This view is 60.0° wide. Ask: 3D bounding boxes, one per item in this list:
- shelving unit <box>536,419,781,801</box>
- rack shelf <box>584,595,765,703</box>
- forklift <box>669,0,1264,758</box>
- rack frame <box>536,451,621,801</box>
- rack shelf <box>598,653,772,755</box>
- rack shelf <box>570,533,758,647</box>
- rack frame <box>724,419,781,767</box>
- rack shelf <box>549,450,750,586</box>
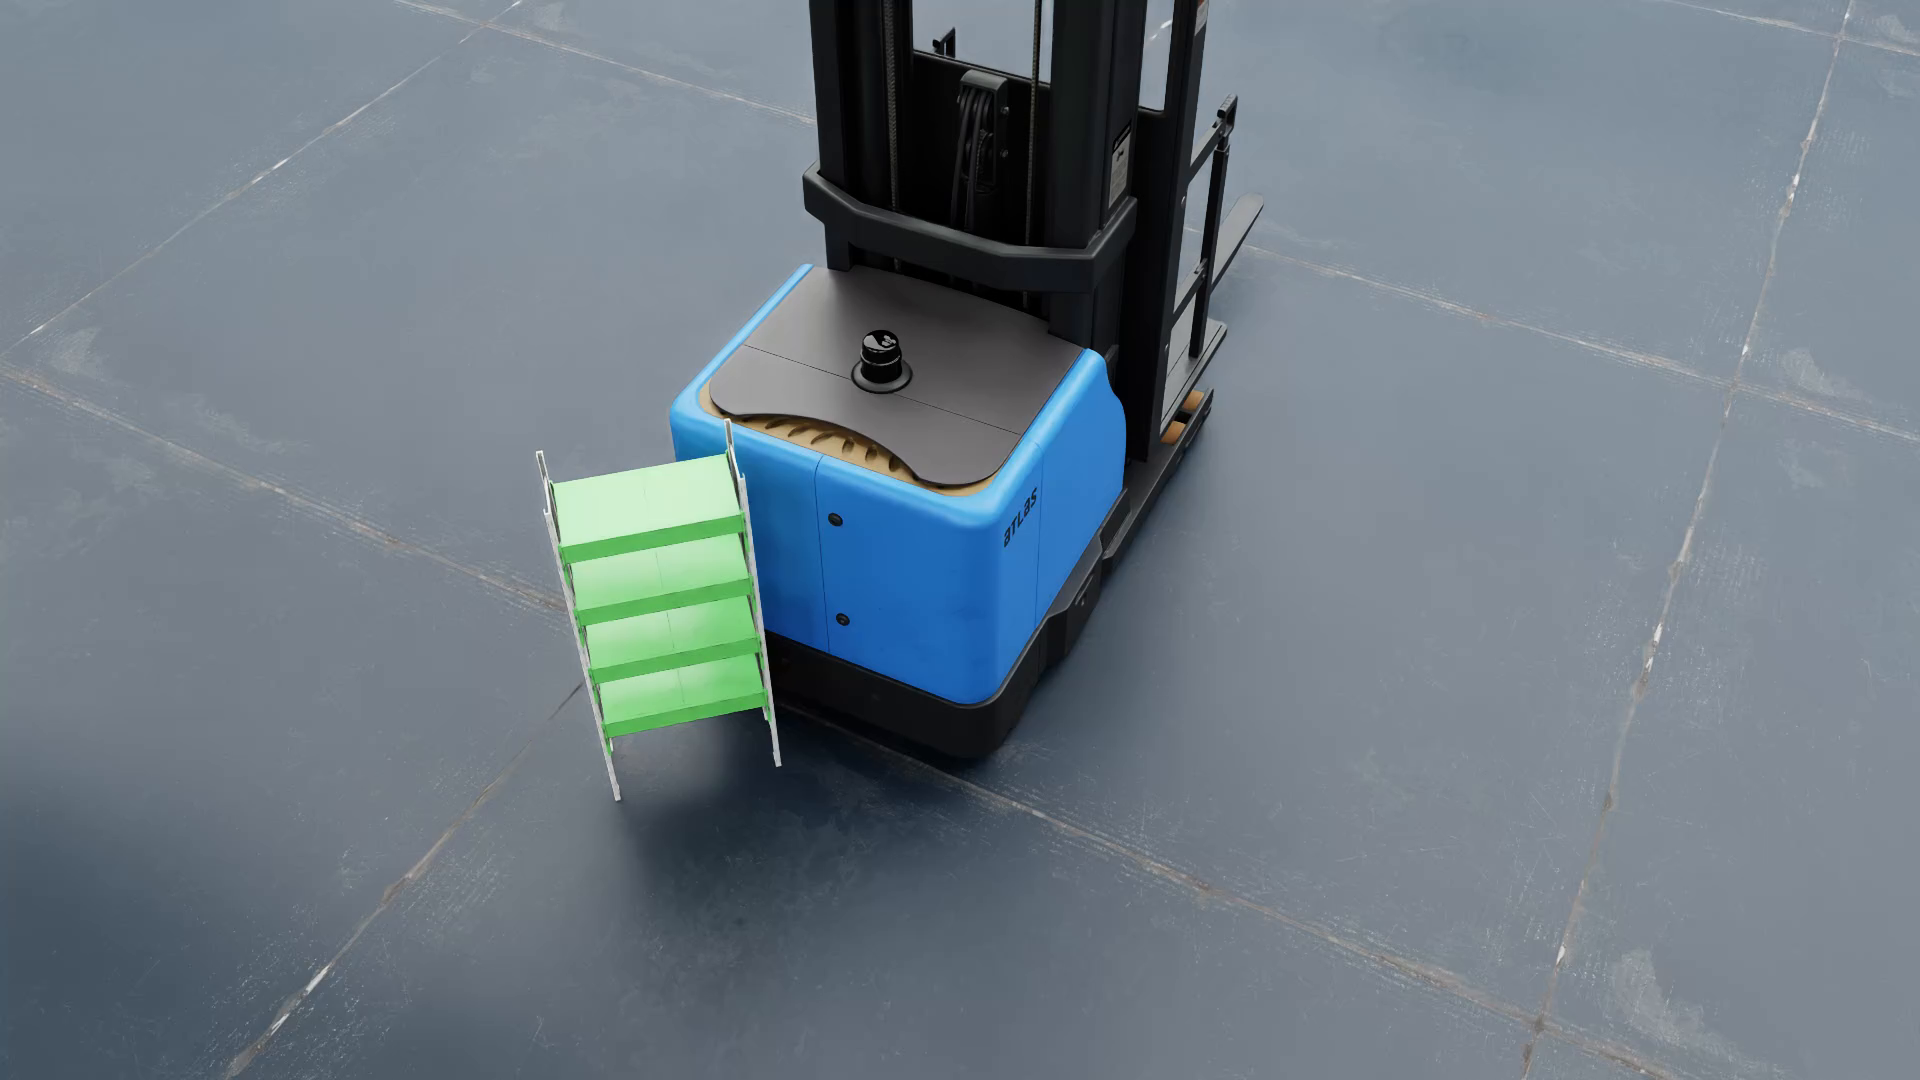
[{"bbox_3d":[-0.819,0.230,4.679,0.503,1.200,0.258,-11,46,-10],"label":"shelving unit"},{"bbox_3d":[-0.819,0.275,4.724,0.480,0.148,0.258,-11,46,-10],"label":"rack shelf"},{"bbox_3d":[0.276,-1.427,5.100,1.130,2.935,3.031,19,48,18],"label":"forklift"},{"bbox_3d":[-1.055,0.275,4.634,0.015,1.200,0.240,-11,46,-10],"label":"rack frame"},{"bbox_3d":[-0.819,0.444,4.895,0.480,0.148,0.258,-11,46,-10],"label":"rack shelf"},{"bbox_3d":[-0.819,0.107,4.553,0.480,0.148,0.258,-11,46,-10],"label":"rack shelf"},{"bbox_3d":[-0.583,0.185,4.723,0.015,1.200,0.240,-11,46,-10],"label":"rack frame"},{"bbox_3d":[-0.819,-0.062,4.383,0.480,0.148,0.258,-11,46,-10],"label":"rack shelf"}]
